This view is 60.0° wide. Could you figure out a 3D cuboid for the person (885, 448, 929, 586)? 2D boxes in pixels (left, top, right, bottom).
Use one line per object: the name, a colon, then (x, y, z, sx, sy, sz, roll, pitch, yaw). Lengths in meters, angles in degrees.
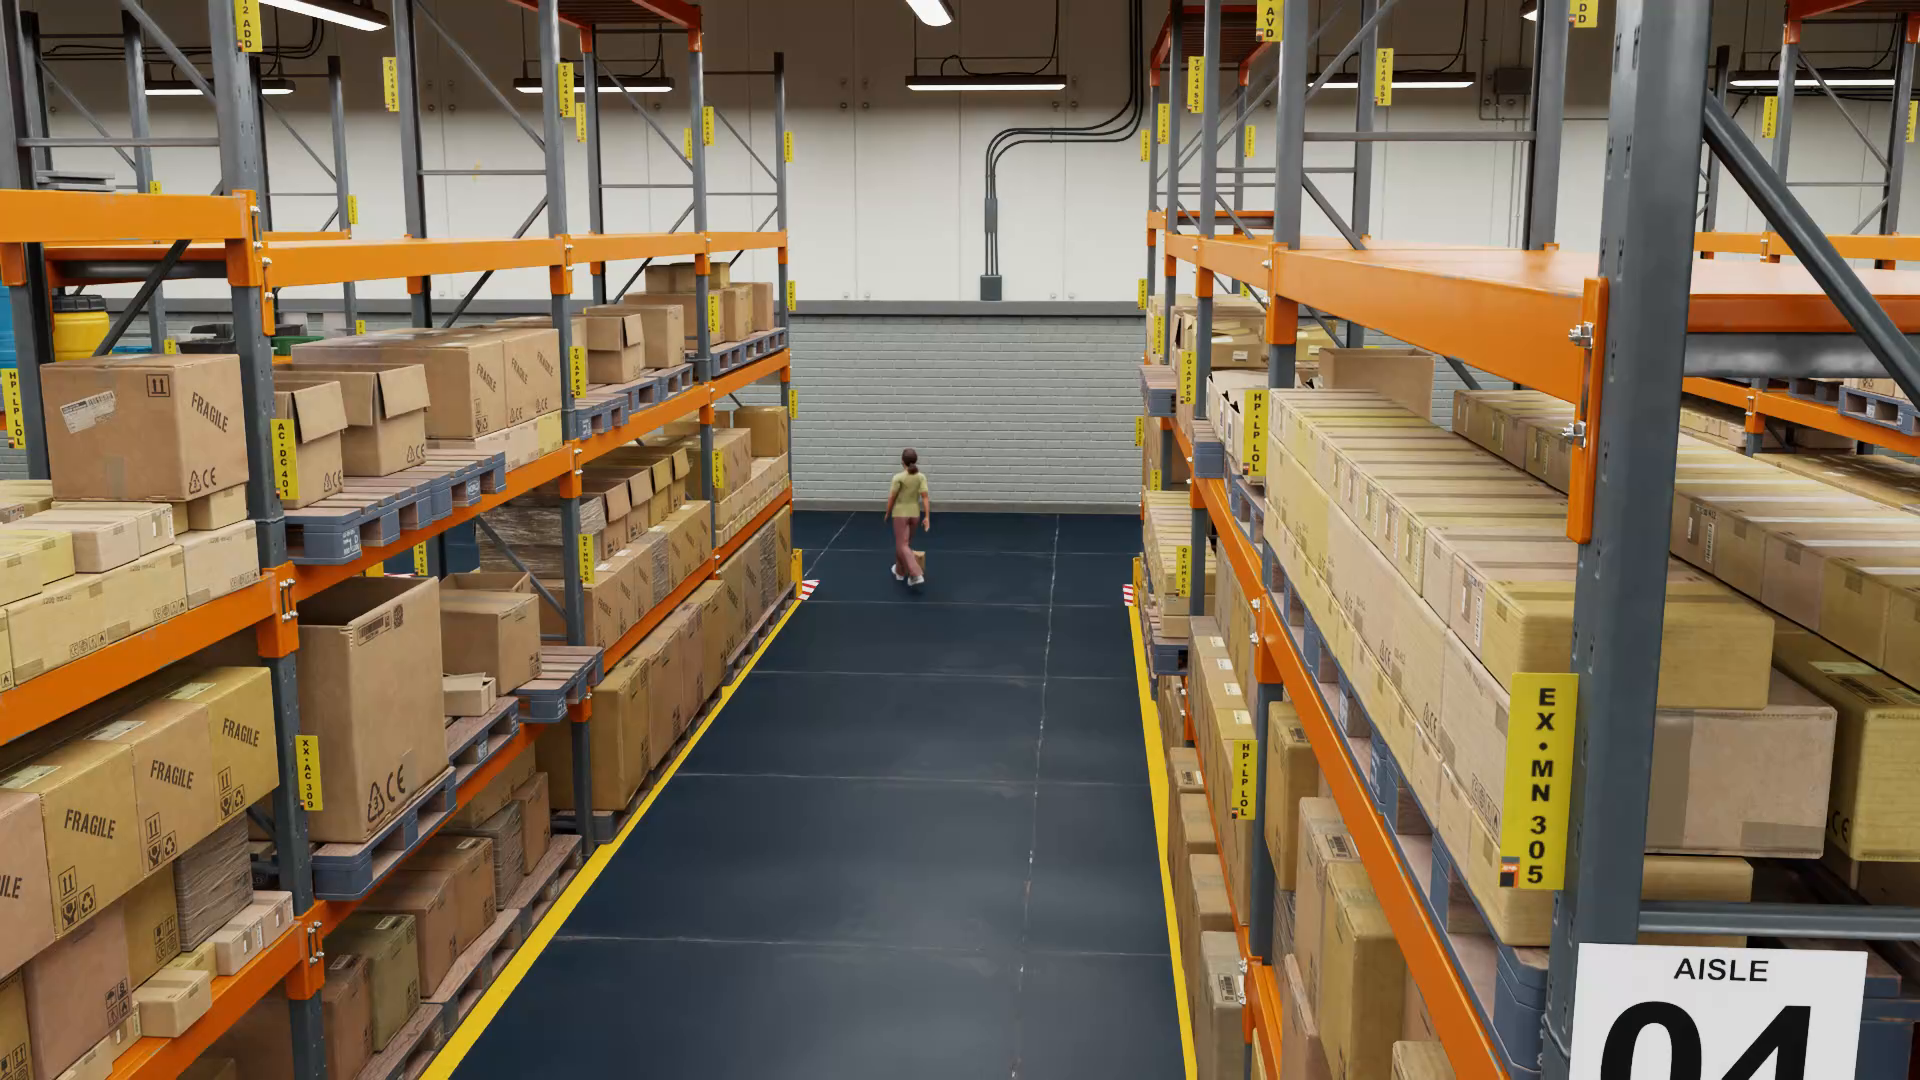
person: (-0.647, -0.272, 19.422, 0.449, 1.625, 1.003, -7, 13, -32)
